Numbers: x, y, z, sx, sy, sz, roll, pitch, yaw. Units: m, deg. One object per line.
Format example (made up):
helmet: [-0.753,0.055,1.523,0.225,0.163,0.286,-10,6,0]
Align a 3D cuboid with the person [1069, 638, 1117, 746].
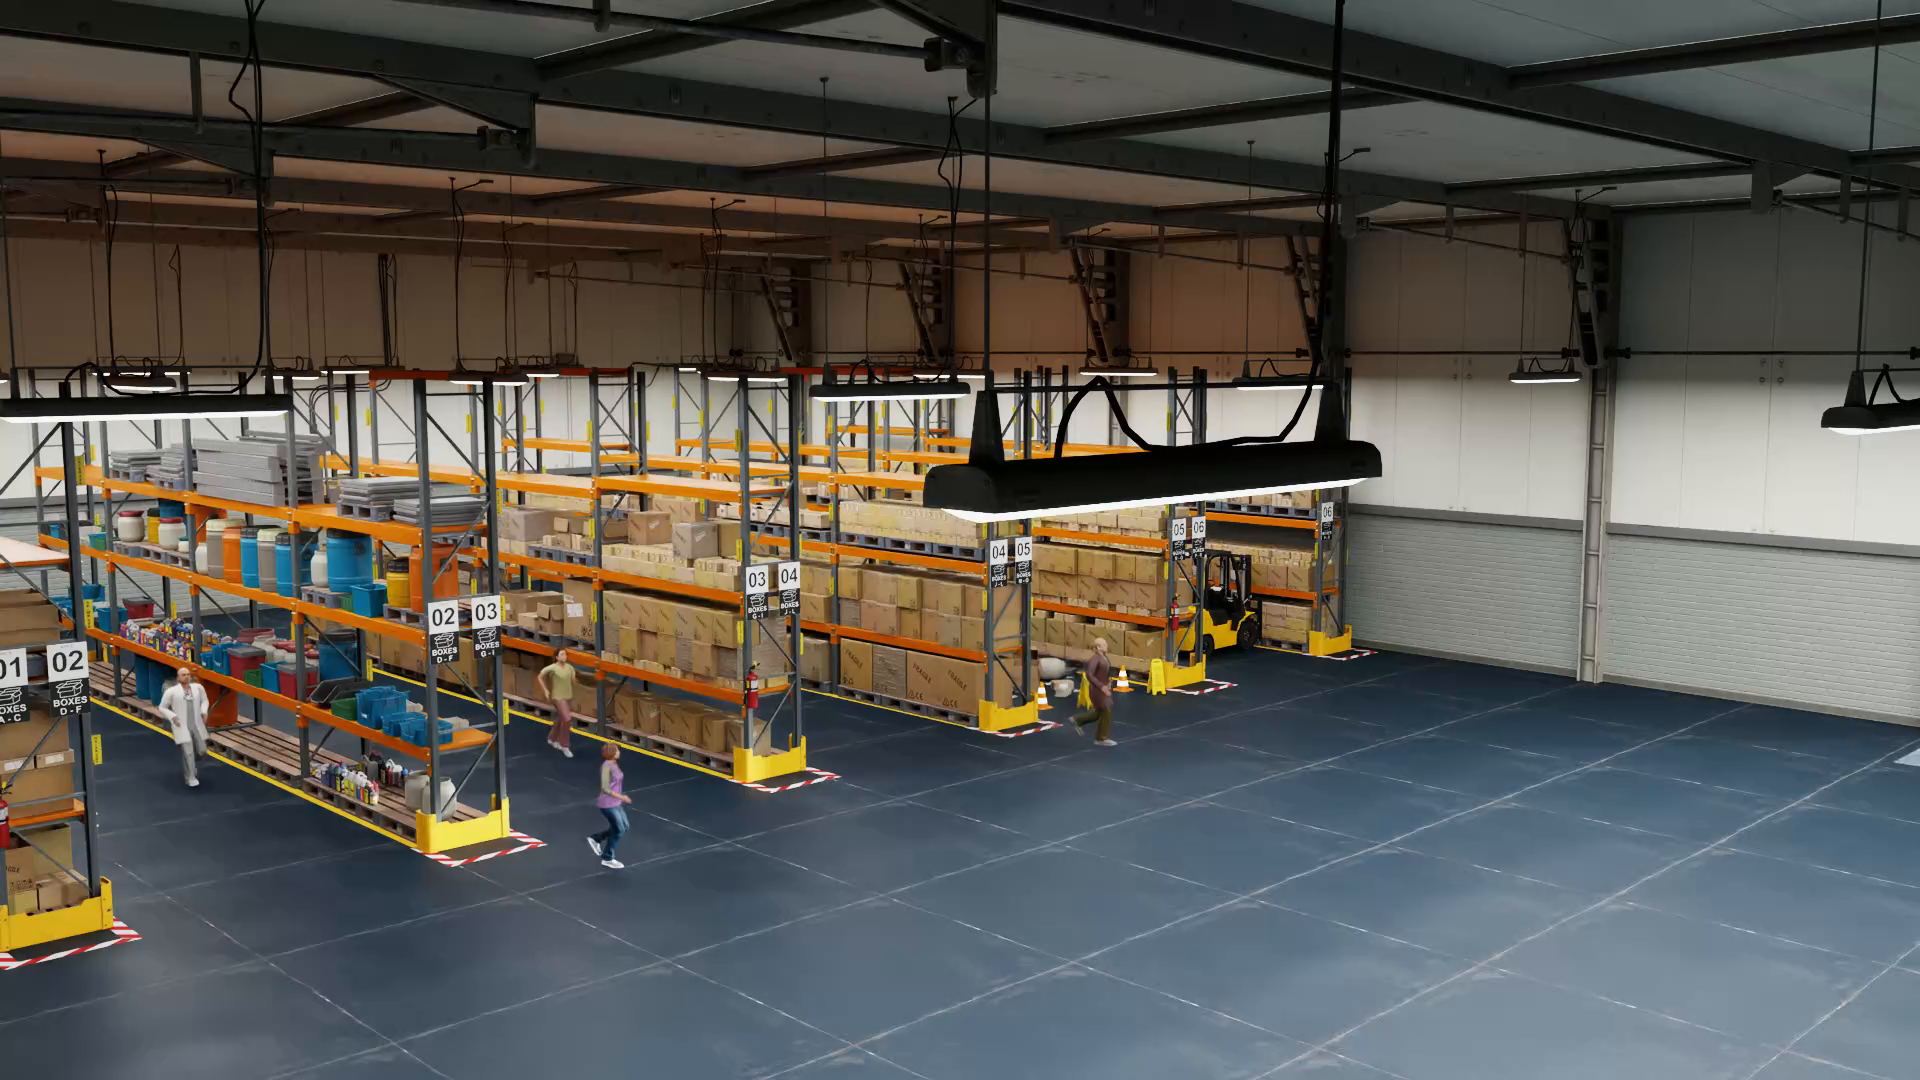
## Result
person: [2.147,2.435,26.810,0.797,1.758,0.713,2,7,15]

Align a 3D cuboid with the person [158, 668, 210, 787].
person: [-11.336,2.724,24.367,0.708,1.724,0.670,-6,9,-44]

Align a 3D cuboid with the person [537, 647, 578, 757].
person: [-6.302,2.540,26.253,0.739,1.724,0.545,4,8,34]

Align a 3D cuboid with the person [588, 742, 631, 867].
person: [-4.325,3.262,20.508,0.574,1.569,0.578,0,6,-2]
